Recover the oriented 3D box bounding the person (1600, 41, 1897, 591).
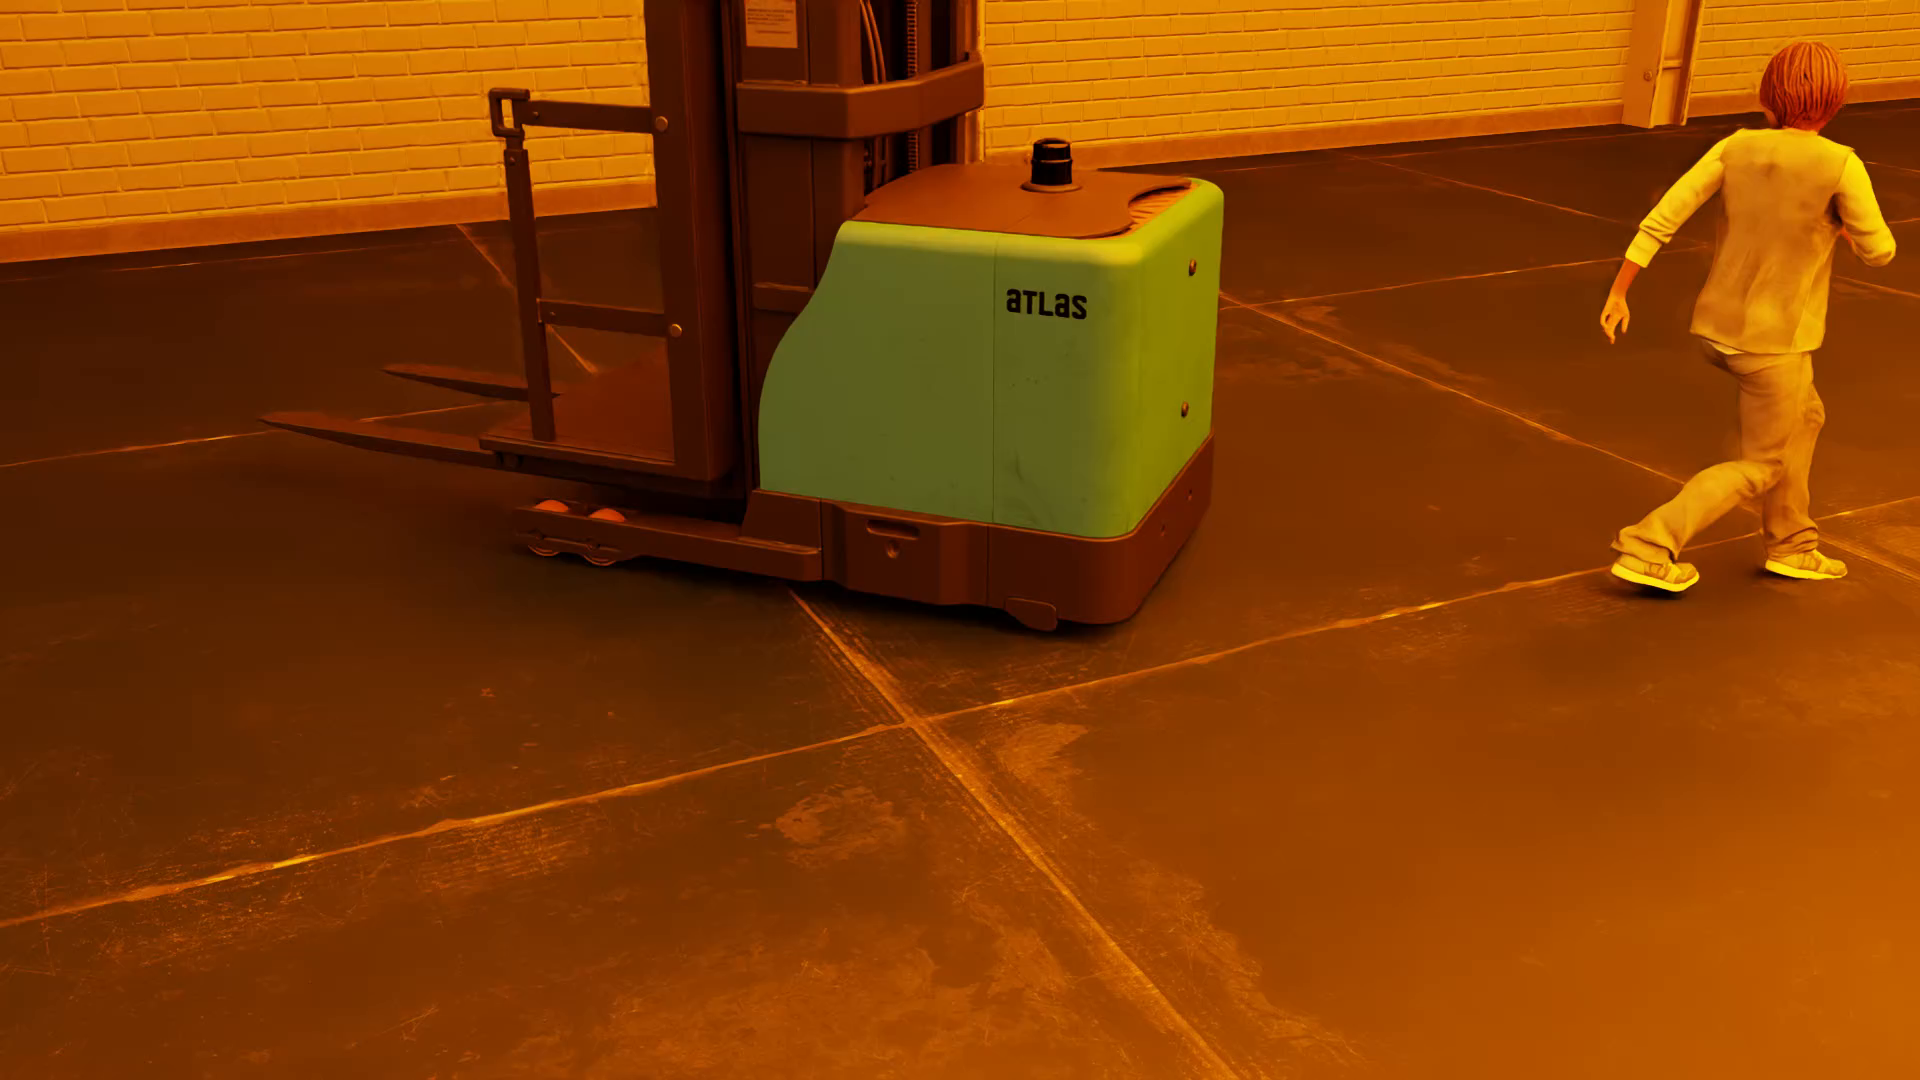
[{"bbox_3d":[2.195,-0.568,4.545,0.825,1.527,0.428,-7,24,-17],"label":"person"}]

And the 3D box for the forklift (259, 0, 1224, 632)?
[{"bbox_3d":[-0.789,-1.453,4.785,3.031,2.935,1.130,9,24,20],"label":"forklift"}]
